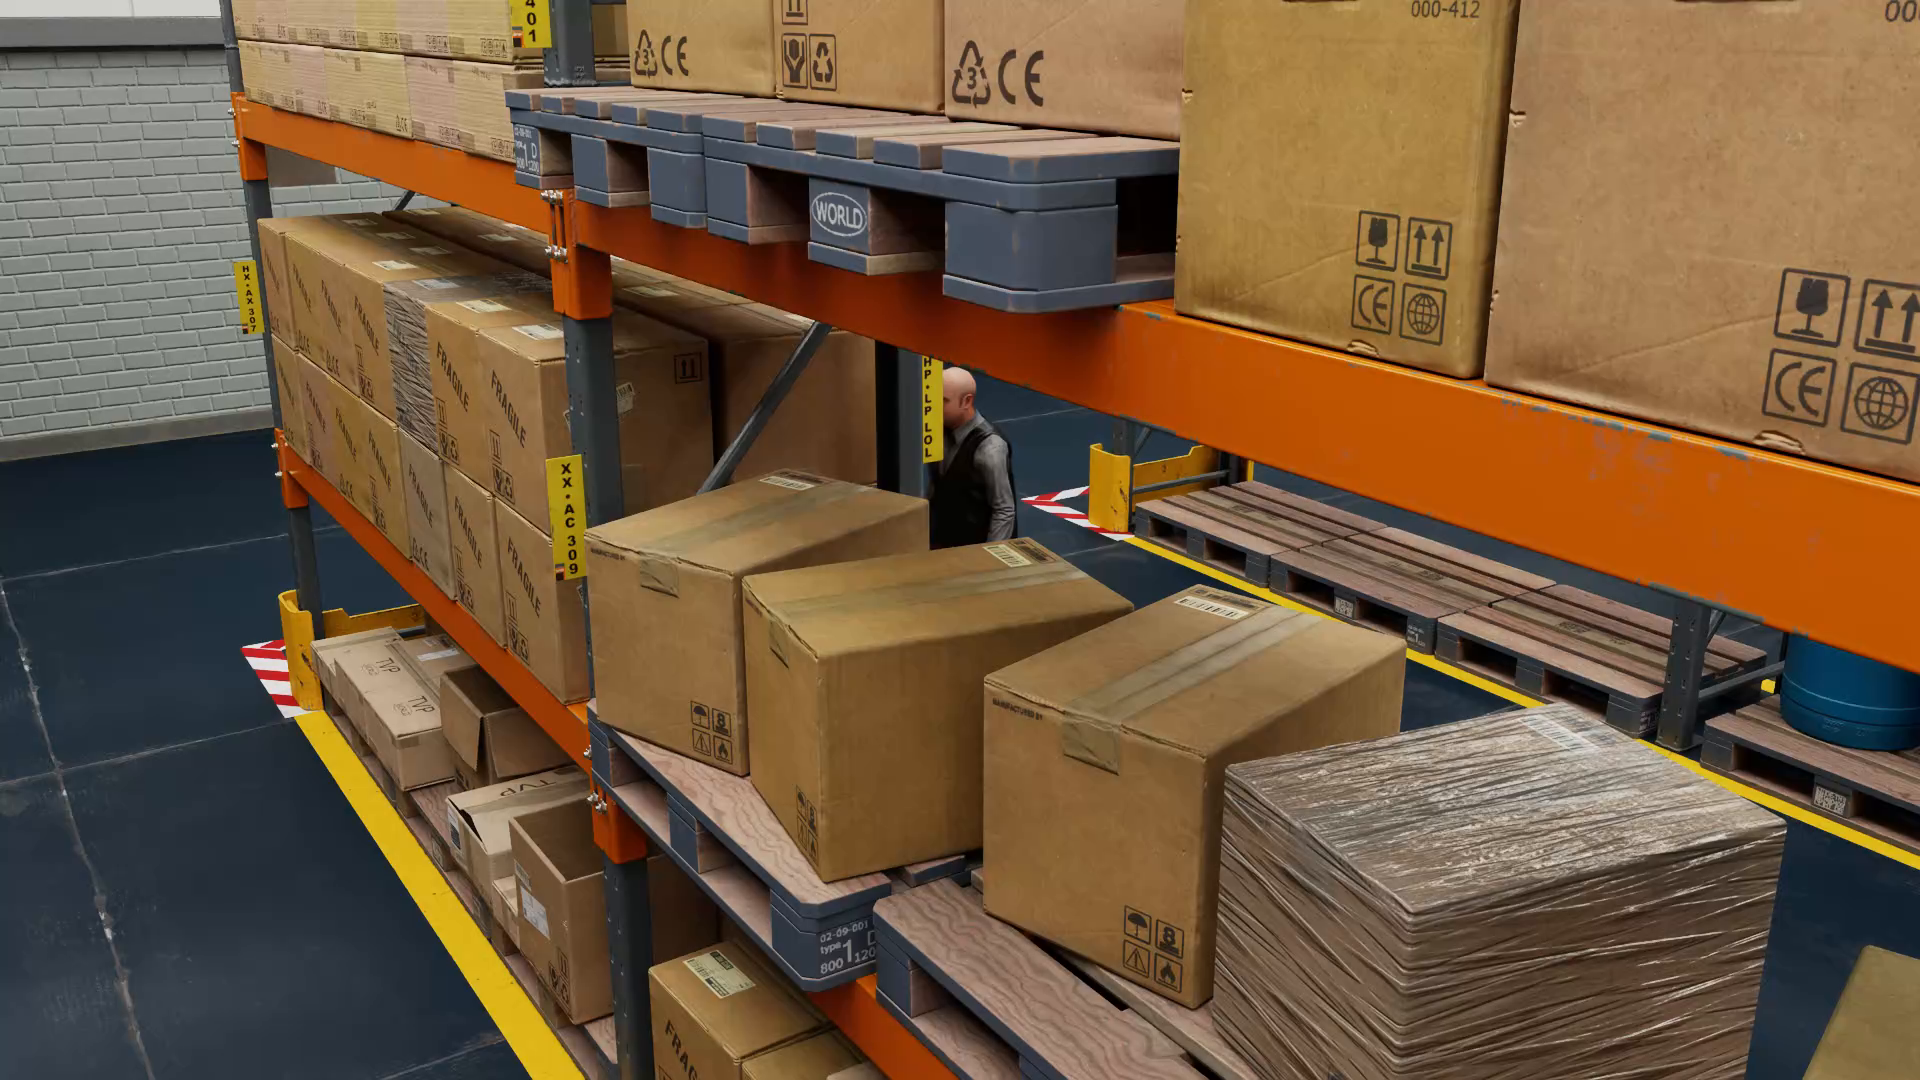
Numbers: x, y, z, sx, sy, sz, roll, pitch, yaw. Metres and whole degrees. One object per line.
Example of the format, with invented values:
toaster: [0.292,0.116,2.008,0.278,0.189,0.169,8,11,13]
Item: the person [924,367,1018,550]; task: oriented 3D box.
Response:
person: [0.028,0.068,7.384,0.417,1.720,0.580,-12,22,-33]
